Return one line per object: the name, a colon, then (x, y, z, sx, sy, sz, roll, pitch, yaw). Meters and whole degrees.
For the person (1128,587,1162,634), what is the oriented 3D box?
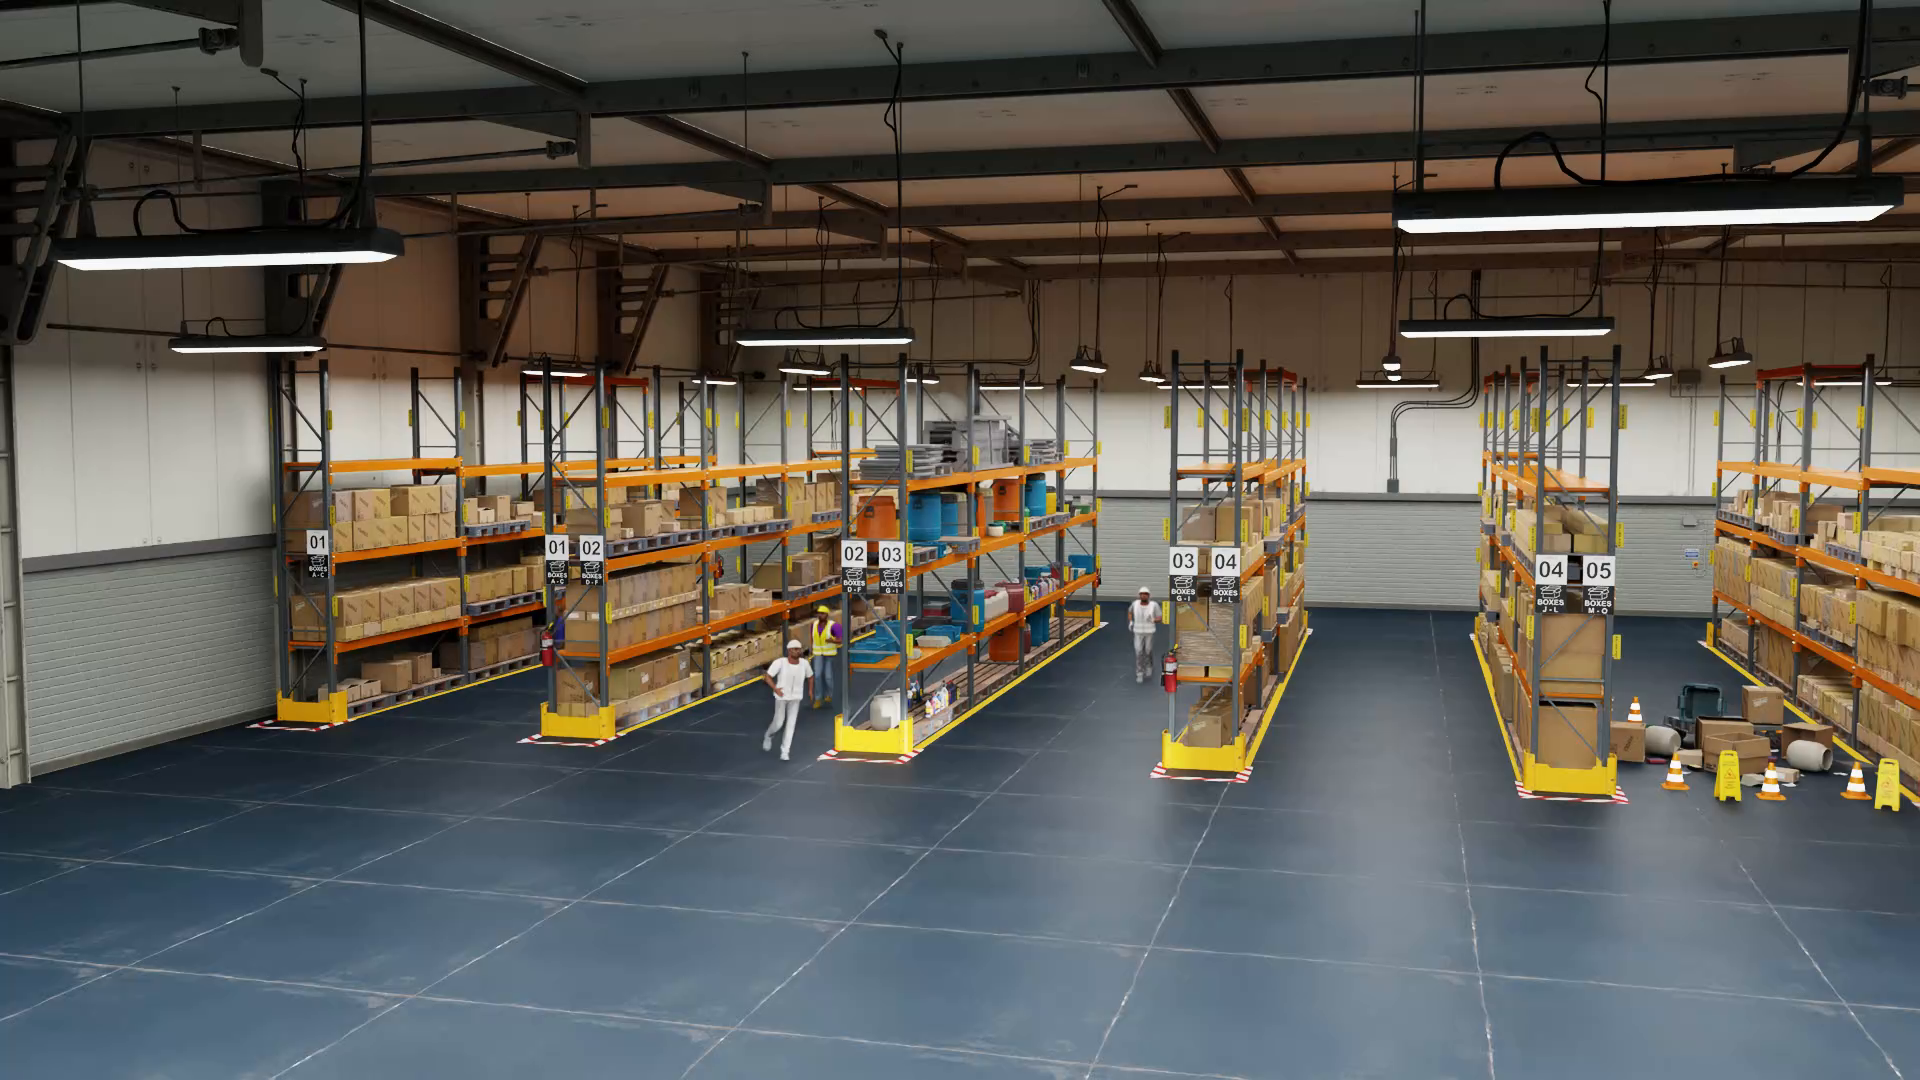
person: (3.537, 1.347, 31.881, 0.672, 0.889, 0.606, 1, 4, 11)

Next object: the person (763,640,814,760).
person: (-2.519, 2.351, 24.776, 0.764, 1.735, 0.832, -2, 4, -21)

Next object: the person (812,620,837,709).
person: (-2.359, 2.198, 29.117, 0.434, 1.529, 0.663, 1, 4, 10)

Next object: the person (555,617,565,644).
person: (-7.256, 1.634, 30.103, 0.543, 0.506, 0.325, 1, 4, 16)
